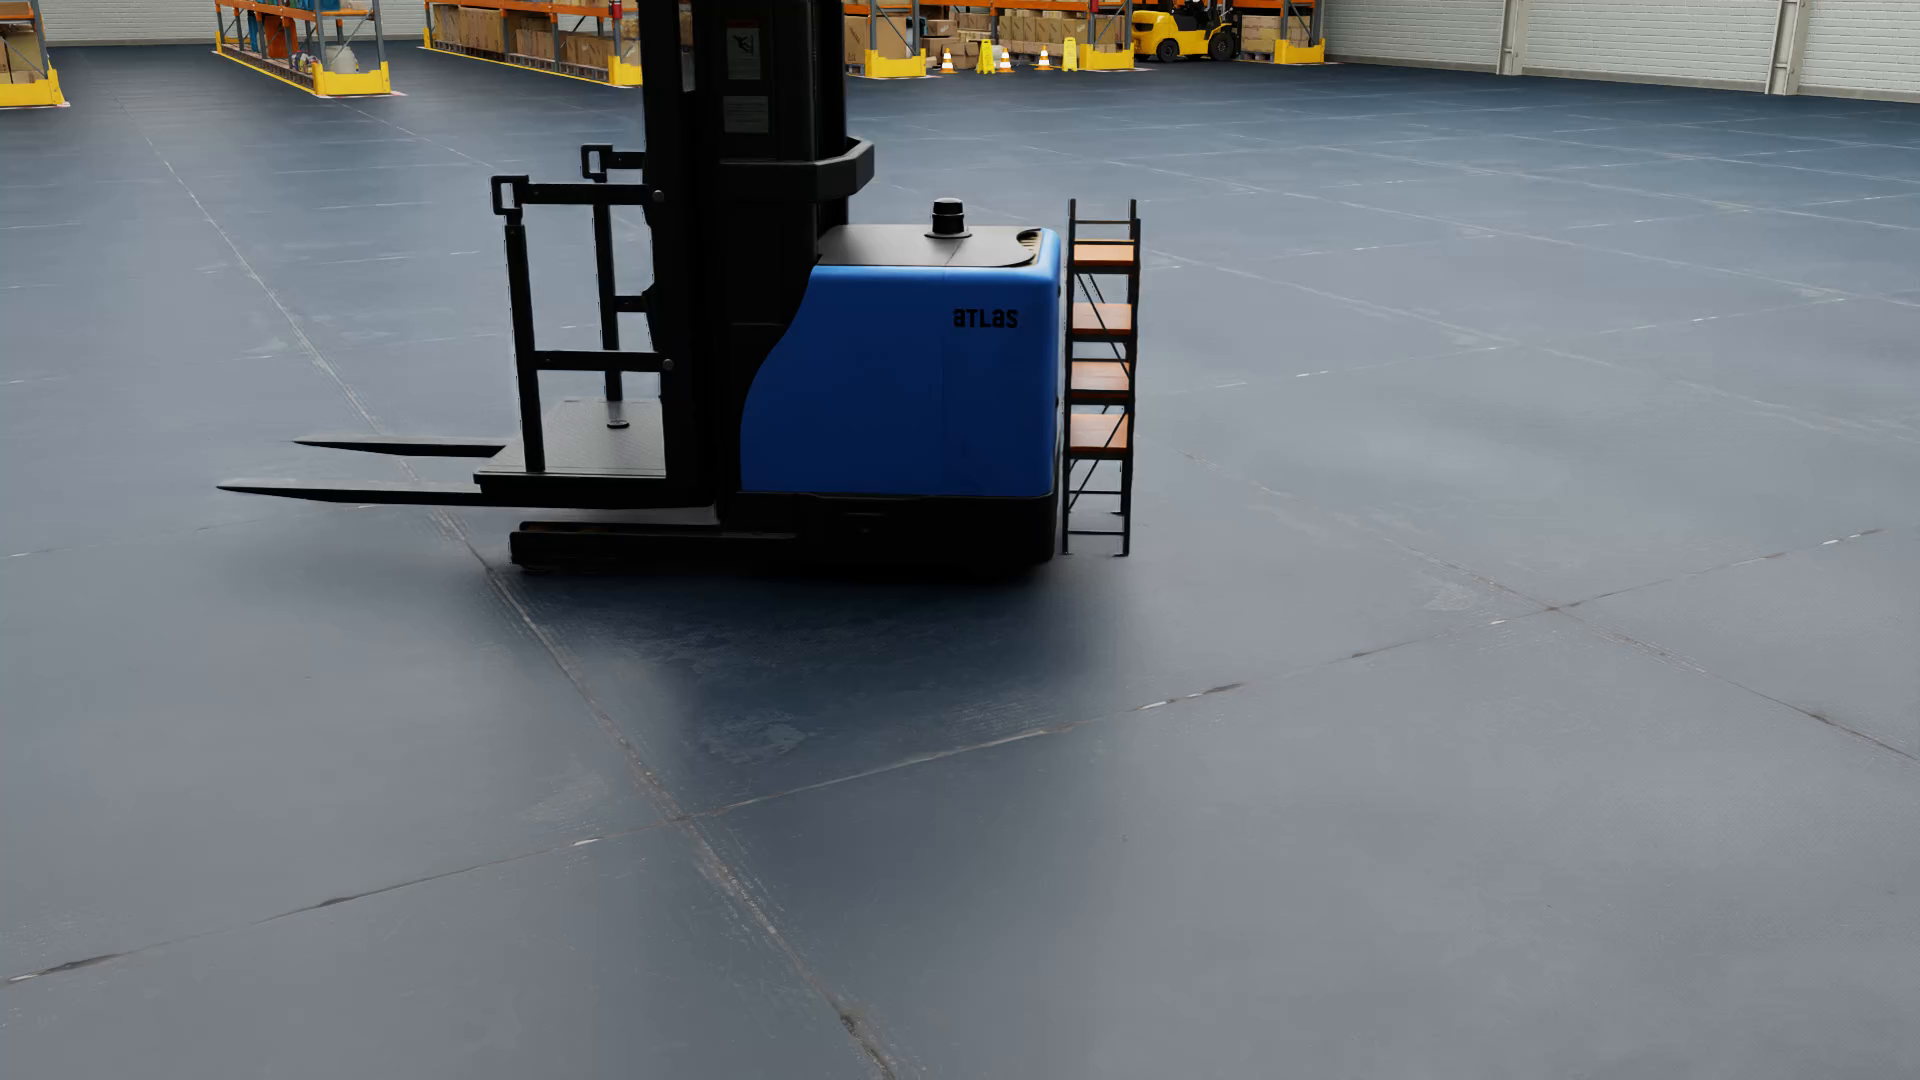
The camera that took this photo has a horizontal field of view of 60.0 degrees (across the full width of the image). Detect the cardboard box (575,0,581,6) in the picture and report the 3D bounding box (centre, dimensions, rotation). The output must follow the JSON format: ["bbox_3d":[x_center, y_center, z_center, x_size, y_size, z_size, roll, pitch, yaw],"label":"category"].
[{"bbox_3d":[-6.997,-10.093,31.167,0.380,0.149,0.250,-10,21,-27],"label":"cardboard box"}]

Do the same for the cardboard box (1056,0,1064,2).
[{"bbox_3d":[2.227,-11.292,34.643,0.380,0.149,0.250,-10,21,-26],"label":"cardboard box"}]

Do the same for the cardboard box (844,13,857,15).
[{"bbox_3d":[-2.476,-10.232,33.800,0.875,0.875,0.875,-10,21,-26],"label":"cardboard box"}]

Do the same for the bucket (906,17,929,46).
[{"bbox_3d":[-1.051,-10.977,36.032,0.726,0.611,0.620,-3,9,-8],"label":"bucket"}]

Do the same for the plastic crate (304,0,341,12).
[{"bbox_3d":[-10.518,-8.860,27.437,0.499,0.251,0.616,-10,21,-27],"label":"plastic crate"}]

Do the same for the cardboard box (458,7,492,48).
[{"bbox_3d":[-11.035,-12.058,39.092,1.225,0.875,0.875,-10,21,-26],"label":"cardboard box"}]

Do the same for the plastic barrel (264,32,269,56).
[{"bbox_3d":[-14.410,-10.438,34.953,0.421,0.512,0.421,0,19,0],"label":"plastic barrel"}]

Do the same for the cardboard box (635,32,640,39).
[{"bbox_3d":[-8.284,-13.217,43.562,0.380,0.149,0.250,-11,22,-29],"label":"cardboard box"}]

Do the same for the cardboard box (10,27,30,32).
[{"bbox_3d":[-20.973,-11.078,36.790,0.797,0.503,0.637,-10,21,-27],"label":"cardboard box"}]

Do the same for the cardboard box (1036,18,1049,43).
[{"bbox_3d":[1.969,-10.873,35.466,0.500,0.500,0.500,-11,22,-28],"label":"cardboard box"}]

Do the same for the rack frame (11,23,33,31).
[{"bbox_3d":[-20.077,-11.512,34.894,1.000,3.000,0.127,-10,21,-27],"label":"rack frame"}]

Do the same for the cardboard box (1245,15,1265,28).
[{"bbox_3d":[6.689,-11.506,36.916,0.500,0.250,0.500,-10,21,-26],"label":"cardboard box"}]

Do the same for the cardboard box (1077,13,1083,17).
[{"bbox_3d":[3.173,-13.628,43.220,0.380,0.149,0.250,-11,22,-29],"label":"cardboard box"}]

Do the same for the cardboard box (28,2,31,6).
[{"bbox_3d":[-17.507,-10.029,30.983,0.380,0.149,0.250,-10,21,-27],"label":"cardboard box"}]

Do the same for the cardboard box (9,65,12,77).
[{"bbox_3d":[-16.325,-7.934,28.096,0.500,0.250,0.500,-10,21,-27],"label":"cardboard box"}]

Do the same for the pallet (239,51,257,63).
[{"bbox_3d":[-15.386,-10.732,36.908,1.003,0.211,1.213,-10,21,-27],"label":"pallet"}]

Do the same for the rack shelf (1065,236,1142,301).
[{"bbox_3d":[0.504,-0.964,5.881,0.258,0.148,0.480,1,19,4],"label":"rack shelf"}]

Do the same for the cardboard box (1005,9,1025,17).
[{"bbox_3d":[1.213,-11.587,36.539,0.380,0.149,0.250,-10,21,-26],"label":"cardboard box"}]

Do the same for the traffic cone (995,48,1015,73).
[{"bbox_3d":[0.908,-9.590,33.214,0.336,0.463,0.334,-10,21,-27],"label":"traffic cone"}]

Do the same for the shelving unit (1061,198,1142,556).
[{"bbox_3d":[0.504,-0.593,6.010,0.258,1.200,0.503,1,19,4],"label":"shelving unit"}]

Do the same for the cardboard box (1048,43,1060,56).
[{"bbox_3d":[2.203,-10.374,35.169,0.500,0.250,0.500,-10,21,-26],"label":"cardboard box"}]

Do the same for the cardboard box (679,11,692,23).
[{"bbox_3d":[-6.570,-12.750,40.521,0.500,0.250,0.500,-9,21,-25],"label":"cardboard box"}]

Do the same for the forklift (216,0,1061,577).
[{"bbox_3d":[-1.154,-1.437,5.801,3.031,2.935,1.130,1,19,4],"label":"forklift"}]

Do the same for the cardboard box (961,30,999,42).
[{"bbox_3d":[0.568,-11.596,38.522,0.950,0.372,0.625,-9,21,-23],"label":"cardboard box"}]

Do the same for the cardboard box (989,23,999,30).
[{"bbox_3d":[1.039,-14.473,47.023,0.396,0.266,0.258,-9,21,-25],"label":"cardboard box"}]

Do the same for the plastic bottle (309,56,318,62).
[{"bbox_3d":[-11.489,-8.460,29.550,0.152,0.276,0.135,-10,21,-27],"label":"plastic bottle"}]

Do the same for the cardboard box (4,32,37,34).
[{"bbox_3d":[-15.638,-8.224,27.787,0.500,0.500,0.500,-10,21,-27],"label":"cardboard box"}]

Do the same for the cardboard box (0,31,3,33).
[{"bbox_3d":[-16.333,-8.287,27.970,0.500,0.500,0.500,-10,21,-27],"label":"cardboard box"}]

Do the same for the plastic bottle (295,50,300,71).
[{"bbox_3d":[-11.899,-8.641,29.961,0.144,0.351,0.185,-9,21,-25],"label":"plastic bottle"}]

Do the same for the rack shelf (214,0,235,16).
[{"bbox_3d":[-16.665,-12.512,38.895,1.077,0.370,4.000,-10,21,-27],"label":"rack shelf"}]

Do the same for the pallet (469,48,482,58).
[{"bbox_3d":[-10.924,-11.517,39.184,1.003,0.211,1.213,-10,21,-27],"label":"pallet"}]

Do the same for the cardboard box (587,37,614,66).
[{"bbox_3d":[-6.761,-9.315,31.716,0.500,0.500,0.500,-12,22,-31],"label":"cardboard box"}]

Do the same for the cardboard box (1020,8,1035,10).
[{"bbox_3d":[1.833,-14.603,45.590,0.380,0.149,0.250,-11,22,-29],"label":"cardboard box"}]

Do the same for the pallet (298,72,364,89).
[{"bbox_3d":[-11.051,-8.113,29.320,1.003,0.211,1.213,-10,21,-27],"label":"pallet"}]

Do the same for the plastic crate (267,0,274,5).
[{"bbox_3d":[-12.992,-10.337,31.815,0.450,0.188,0.662,-10,21,-27],"label":"plastic crate"}]

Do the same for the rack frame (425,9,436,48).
[{"bbox_3d":[-13.256,-14.193,42.665,1.000,3.000,0.127,-10,21,-27],"label":"rack frame"}]

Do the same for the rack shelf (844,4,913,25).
[{"bbox_3d":[-2.195,-10.574,33.278,1.077,0.370,4.000,-10,21,-27],"label":"rack shelf"}]

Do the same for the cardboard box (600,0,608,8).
[{"bbox_3d":[-6.258,-9.667,29.933,0.380,0.149,0.250,-10,21,-27],"label":"cardboard box"}]

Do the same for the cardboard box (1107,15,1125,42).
[{"bbox_3d":[4.232,-12.910,41.943,0.875,0.625,0.625,-9,21,-25],"label":"cardboard box"}]

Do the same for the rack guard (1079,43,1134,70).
[{"bbox_3d":[3.027,-9.975,34.274,1.175,0.500,0.348,-10,21,-27],"label":"rack guard"}]

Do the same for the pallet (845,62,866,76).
[{"bbox_3d":[-1.694,-9.239,32.582,1.003,0.211,1.213,-10,21,-27],"label":"pallet"}]

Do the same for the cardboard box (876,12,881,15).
[{"bbox_3d":[-1.835,-13.350,42.836,0.875,0.875,0.875,-9,21,-25],"label":"cardboard box"}]

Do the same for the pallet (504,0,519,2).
[{"bbox_3d":[-9.025,-11.618,35.496,1.213,0.211,1.003,-10,21,-27],"label":"pallet"}]

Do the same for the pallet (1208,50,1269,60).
[{"bbox_3d":[6.454,-11.150,38.120,1.003,0.211,1.213,-10,21,-27],"label":"pallet"}]

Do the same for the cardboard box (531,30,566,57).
[{"bbox_3d":[-8.572,-10.415,34.873,0.700,0.500,0.500,-8,21,-22],"label":"cardboard box"}]

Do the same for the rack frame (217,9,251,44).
[{"bbox_3d":[-17.615,-13.426,40.442,1.000,3.000,0.127,-10,21,-27],"label":"rack frame"}]

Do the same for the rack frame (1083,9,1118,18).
[{"bbox_3d":[3.631,-14.202,42.689,1.000,3.000,0.127,-10,21,-27],"label":"rack frame"}]

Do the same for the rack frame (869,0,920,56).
[{"bbox_3d":[-1.245,-10.339,31.497,1.000,3.000,0.127,-10,21,-27],"label":"rack frame"}]

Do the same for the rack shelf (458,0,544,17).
[{"bbox_3d":[-10.407,-12.131,37.791,1.077,0.370,4.000,-10,21,-27],"label":"rack shelf"}]

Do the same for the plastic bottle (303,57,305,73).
[{"bbox_3d":[-11.437,-8.329,29.172,0.152,0.276,0.135,-11,22,-28],"label":"plastic bottle"}]

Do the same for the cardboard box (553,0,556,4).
[{"bbox_3d":[-7.721,-10.521,32.409,0.380,0.149,0.250,-10,21,-27],"label":"cardboard box"}]

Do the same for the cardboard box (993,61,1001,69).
[{"bbox_3d":[0.663,-9.851,34.451,0.380,0.149,0.250,1,19,2],"label":"cardboard box"}]

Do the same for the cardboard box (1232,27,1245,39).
[{"bbox_3d":[6.431,-11.422,37.439,0.500,0.250,0.500,-11,22,-28],"label":"cardboard box"}]
